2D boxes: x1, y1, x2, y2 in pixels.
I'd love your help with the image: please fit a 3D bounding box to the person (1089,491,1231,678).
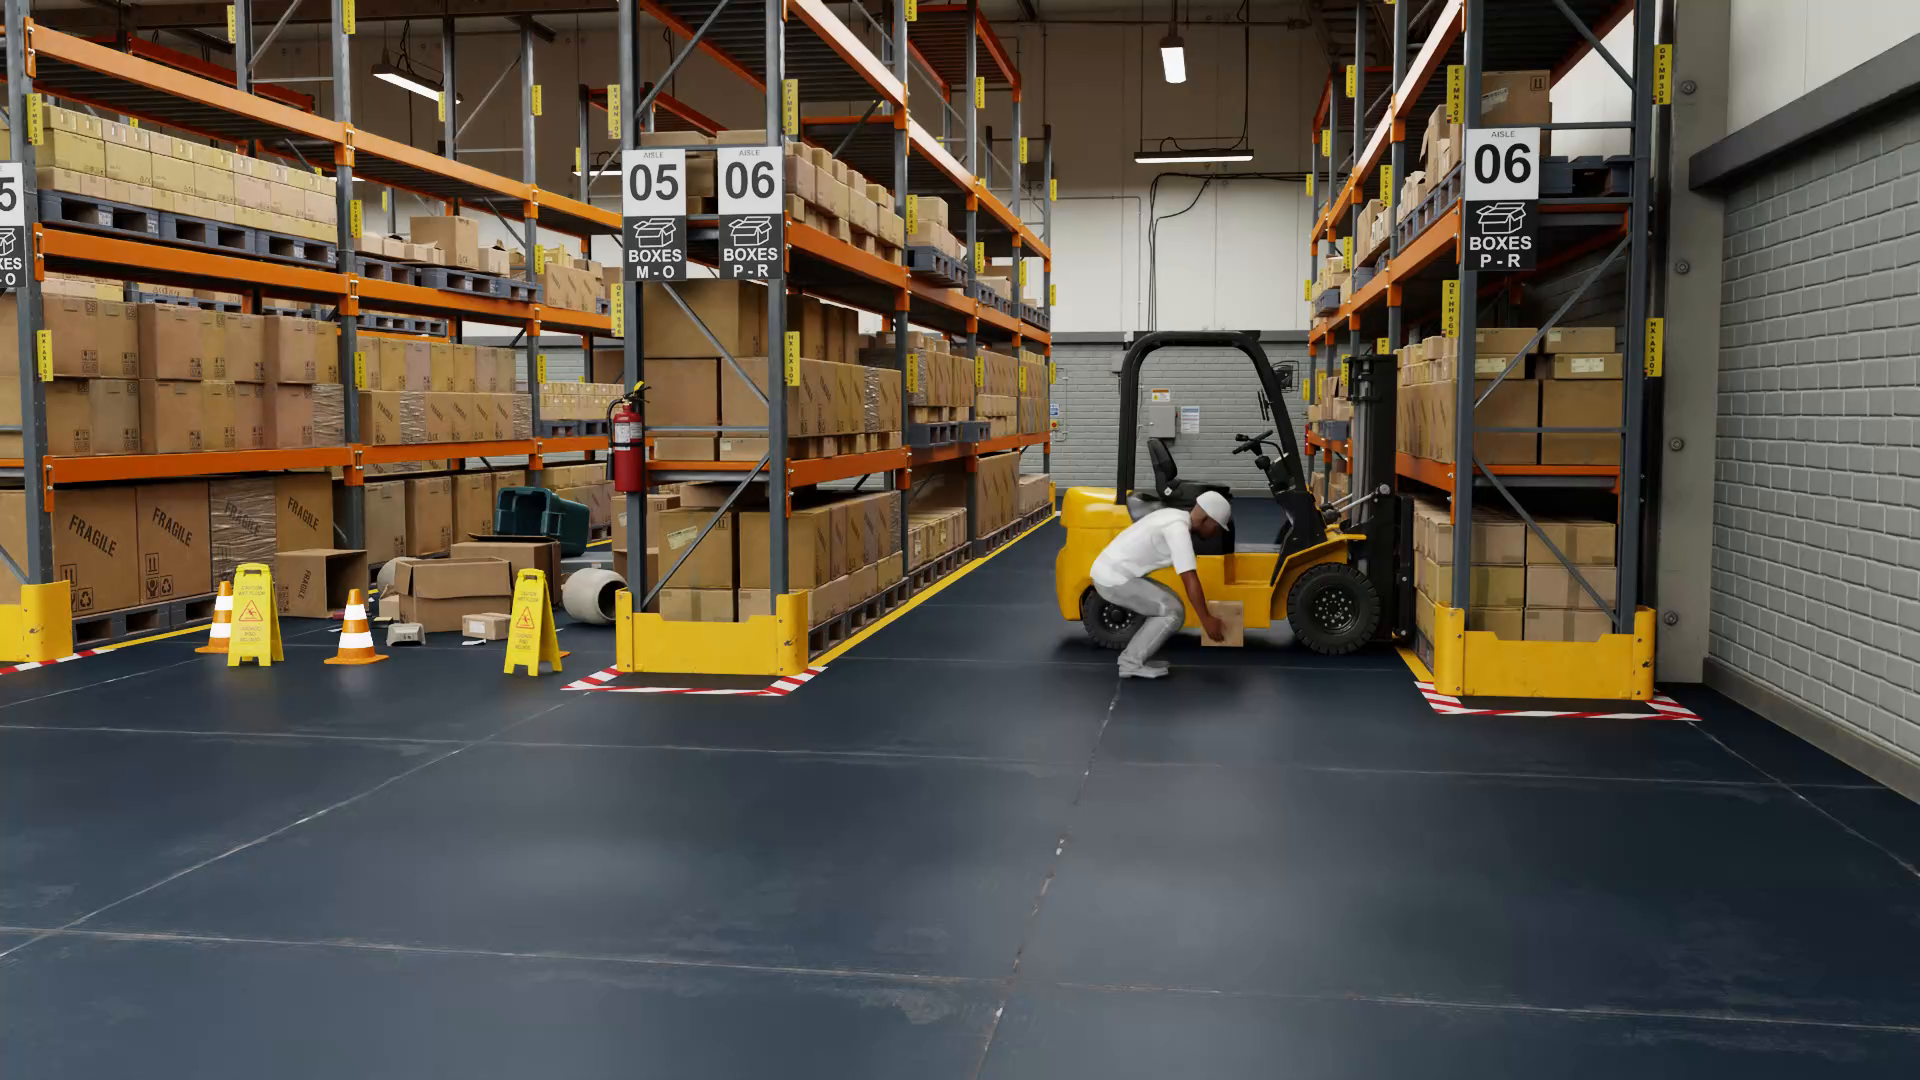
[{"bbox_3d":[1.229,0.262,10.233,0.857,1.132,0.607,1,4,9],"label":"person"}]
